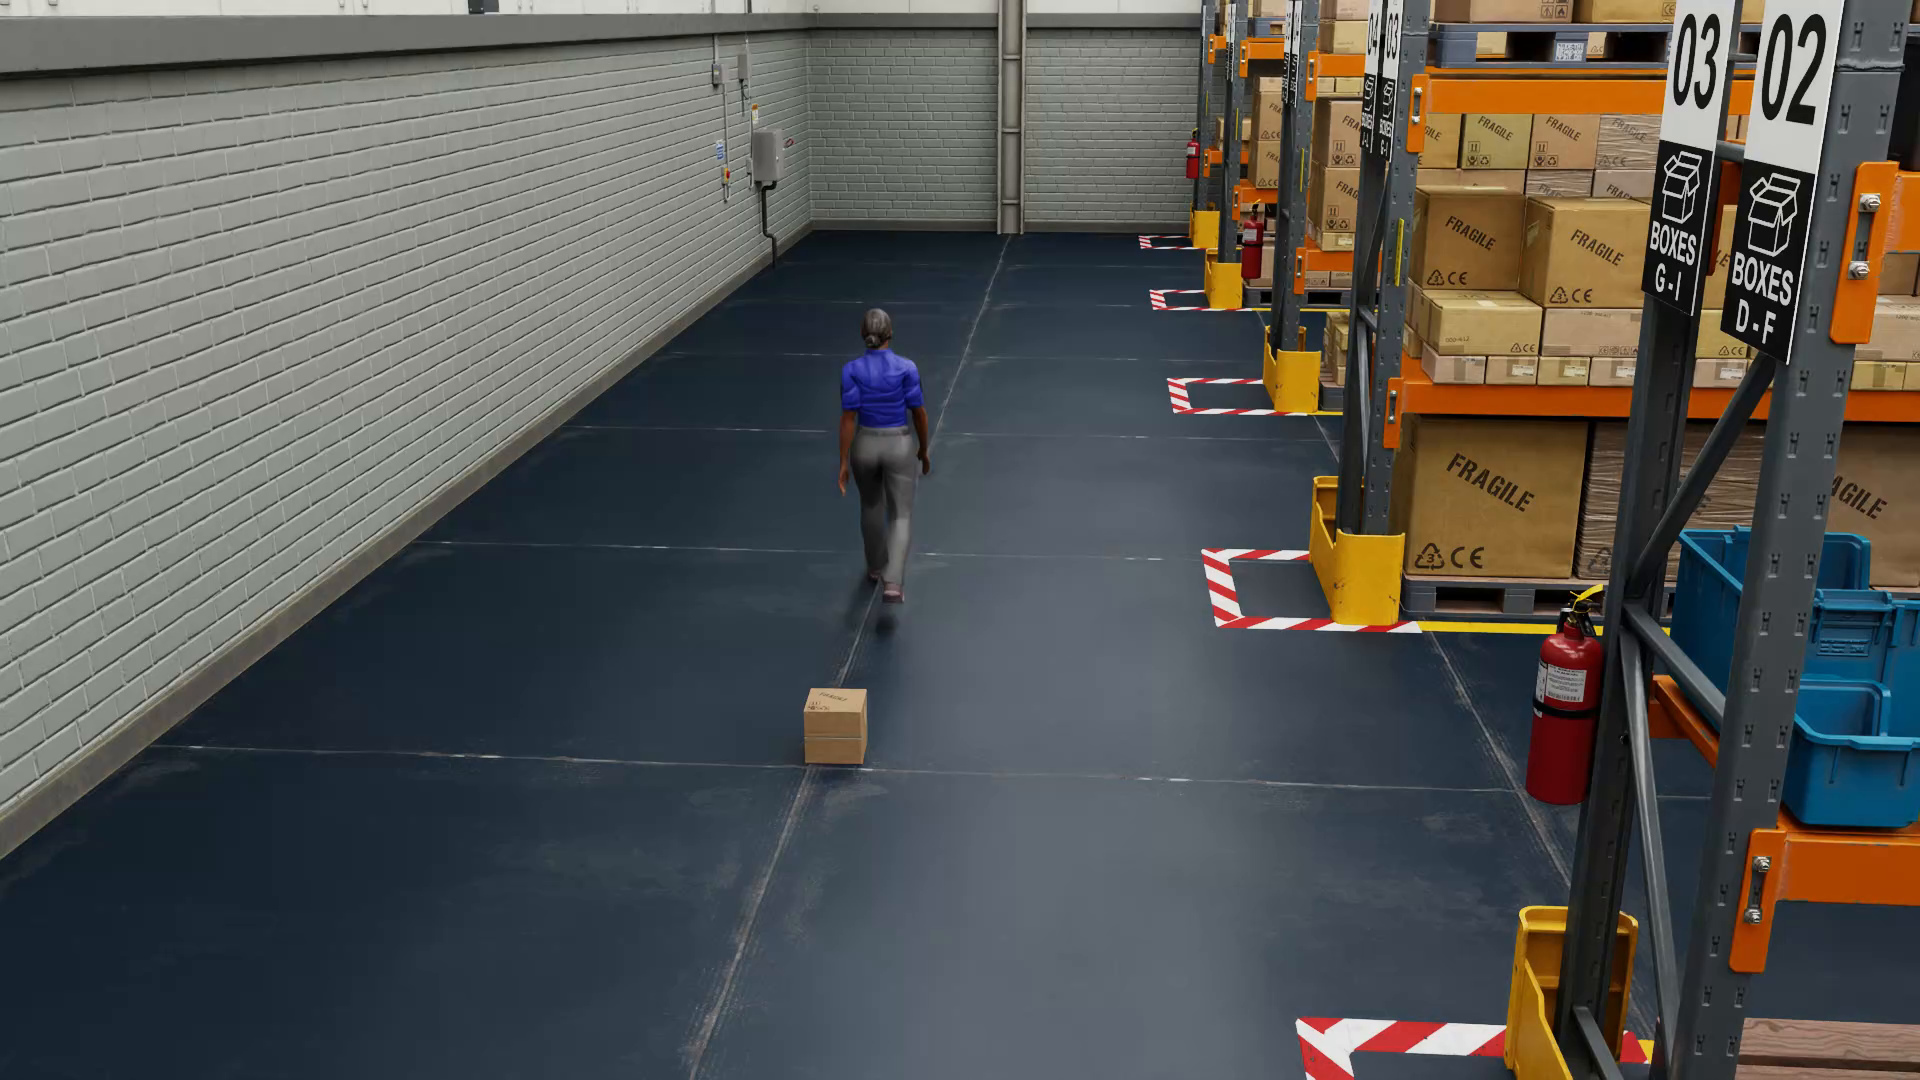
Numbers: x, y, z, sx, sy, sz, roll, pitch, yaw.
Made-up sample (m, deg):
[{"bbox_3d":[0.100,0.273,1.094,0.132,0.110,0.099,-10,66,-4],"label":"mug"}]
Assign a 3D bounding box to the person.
[{"bbox_3d":[-0.413,-0.469,9.036,0.470,1.599,0.995,2,18,5],"label":"person"}]
